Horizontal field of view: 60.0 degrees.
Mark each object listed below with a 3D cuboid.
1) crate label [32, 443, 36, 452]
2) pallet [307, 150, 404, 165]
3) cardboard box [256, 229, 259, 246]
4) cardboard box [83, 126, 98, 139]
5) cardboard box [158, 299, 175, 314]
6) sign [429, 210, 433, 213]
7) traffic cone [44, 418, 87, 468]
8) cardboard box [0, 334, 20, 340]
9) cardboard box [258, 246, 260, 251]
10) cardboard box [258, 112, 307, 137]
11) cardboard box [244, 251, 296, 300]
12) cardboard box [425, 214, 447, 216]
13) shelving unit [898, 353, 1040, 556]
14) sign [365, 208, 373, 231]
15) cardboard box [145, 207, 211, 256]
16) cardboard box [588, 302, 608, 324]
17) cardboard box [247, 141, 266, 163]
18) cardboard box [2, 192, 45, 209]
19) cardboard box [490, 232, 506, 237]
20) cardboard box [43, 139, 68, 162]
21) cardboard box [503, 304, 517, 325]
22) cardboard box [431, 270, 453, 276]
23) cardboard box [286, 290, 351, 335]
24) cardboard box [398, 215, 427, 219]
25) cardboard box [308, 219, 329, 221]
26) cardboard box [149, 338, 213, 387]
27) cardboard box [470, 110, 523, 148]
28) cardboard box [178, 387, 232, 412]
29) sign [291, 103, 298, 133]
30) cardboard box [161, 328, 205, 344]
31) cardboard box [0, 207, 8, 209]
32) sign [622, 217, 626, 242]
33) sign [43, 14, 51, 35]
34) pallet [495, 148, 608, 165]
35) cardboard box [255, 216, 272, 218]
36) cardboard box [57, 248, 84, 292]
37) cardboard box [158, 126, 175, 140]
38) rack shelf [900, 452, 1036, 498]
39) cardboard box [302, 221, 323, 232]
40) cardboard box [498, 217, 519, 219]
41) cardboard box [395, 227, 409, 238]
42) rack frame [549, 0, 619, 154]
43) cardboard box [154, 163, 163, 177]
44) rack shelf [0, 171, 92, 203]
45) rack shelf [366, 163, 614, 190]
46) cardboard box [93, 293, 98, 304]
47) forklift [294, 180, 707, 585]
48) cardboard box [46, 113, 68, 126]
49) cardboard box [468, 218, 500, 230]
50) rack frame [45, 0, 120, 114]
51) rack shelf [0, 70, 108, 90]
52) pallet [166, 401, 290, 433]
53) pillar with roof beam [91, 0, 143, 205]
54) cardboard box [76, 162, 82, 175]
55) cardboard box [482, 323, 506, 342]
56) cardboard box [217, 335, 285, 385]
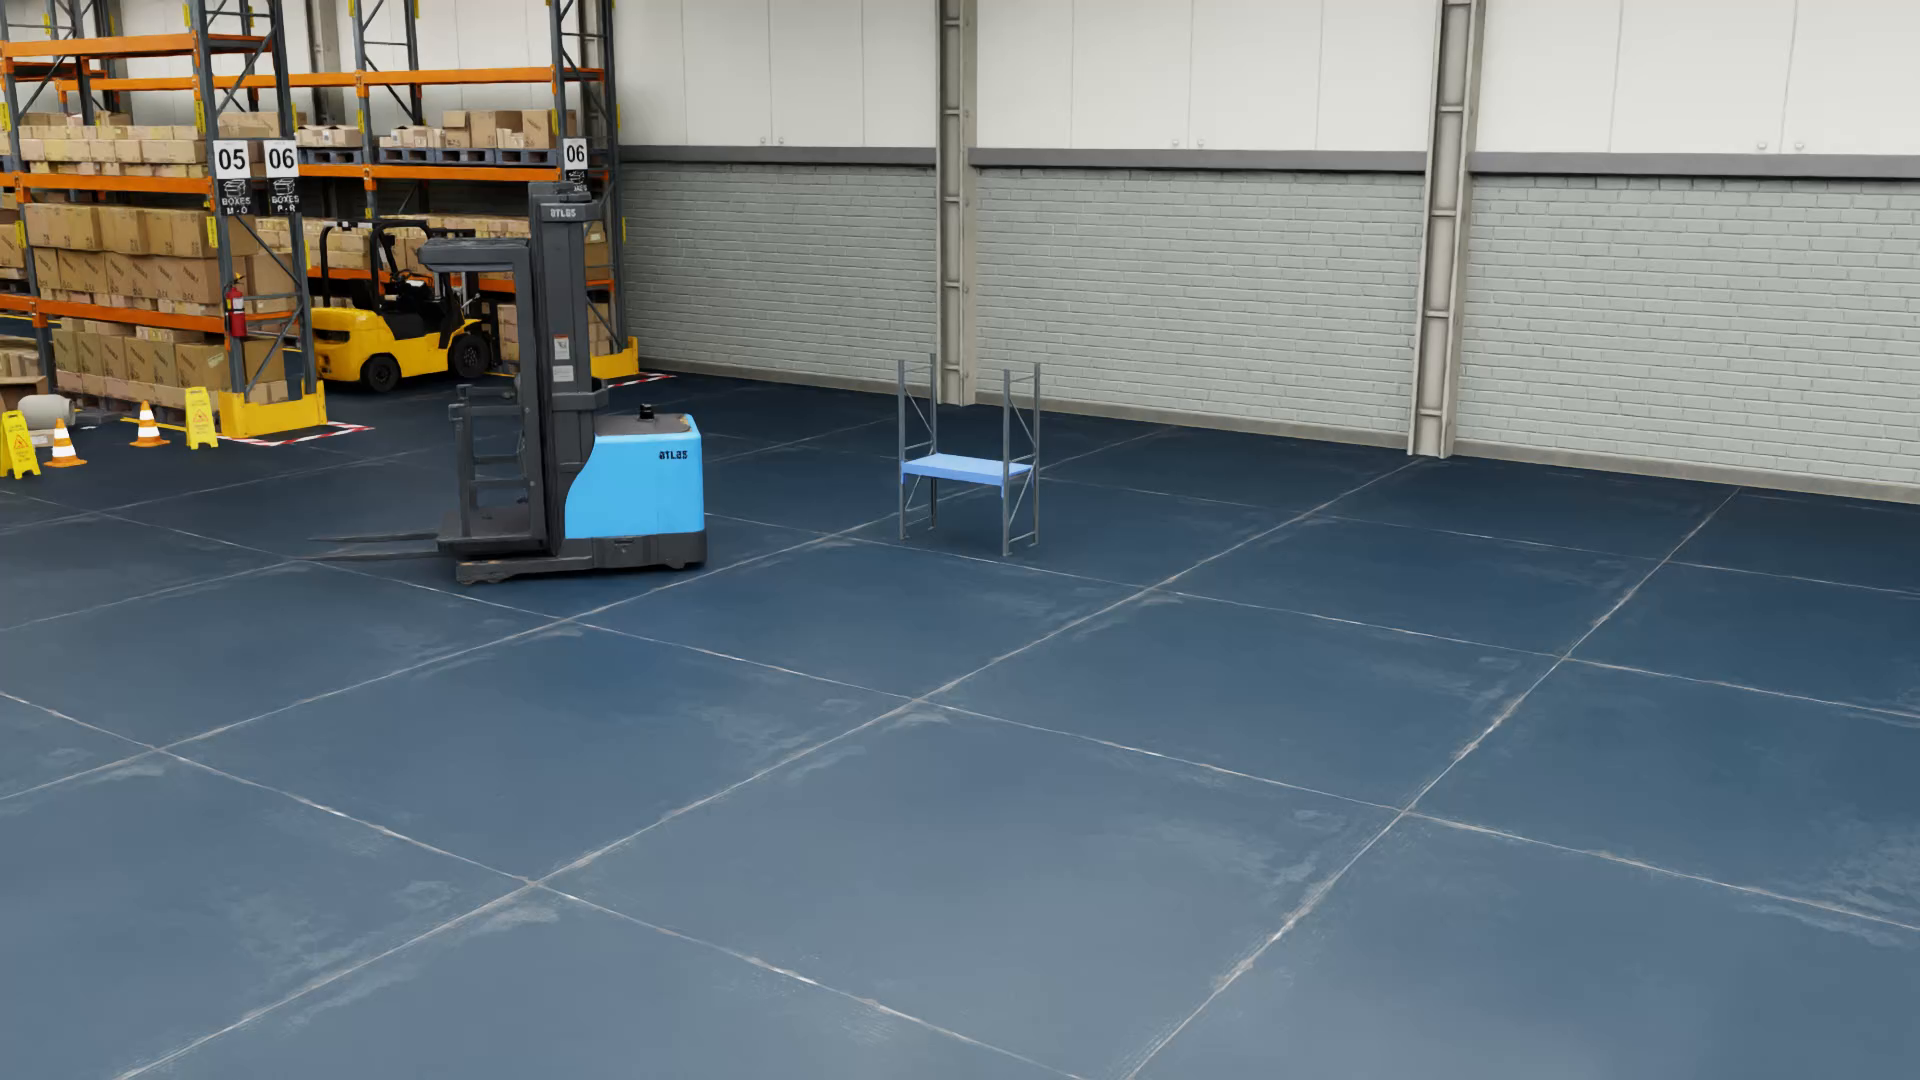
[{"bbox_3d":[-9.814,-0.939,17.330,0.298,0.136,0.250,1,14,4],"label":"crate label"},{"bbox_3d":[-9.004,-5.707,24.791,1.217,0.209,0.805,8,16,31],"label":"pallet"},{"bbox_3d":[-10.937,-4.759,26.077,0.500,0.250,0.500,10,17,35],"label":"cardboard box"},{"bbox_3d":[-9.841,-4.688,19.140,0.250,0.149,0.380,9,16,32],"label":"cardboard box"},{"bbox_3d":[-8.846,-2.666,18.874,0.250,0.149,0.380,10,17,34],"label":"cardboard box"},{"bbox_3d":[-7.956,-4.798,24.996,0.005,0.325,0.100,9,17,33],"label":"sign"},{"bbox_3d":[-9.127,-1.004,16.915,0.334,0.463,0.336,9,17,33],"label":"traffic cone"},{"bbox_3d":[-13.271,-2.528,22.386,0.625,0.372,0.950,9,16,32],"label":"cardboard box"},{"bbox_3d":[-10.938,-4.515,26.133,0.500,0.250,0.500,9,16,32],"label":"cardboard box"},{"bbox_3d":[-10.274,-6.239,25.253,0.500,0.500,0.500,10,17,34],"label":"cardboard box"},{"bbox_3d":[-7.951,-3.013,18.926,0.500,0.500,0.500,9,16,32],"label":"cardboard box"},{"bbox_3d":[-7.646,-4.712,24.437,0.250,0.149,0.380,9,16,31],"label":"cardboard box"},{"bbox_3d":[0.071,-0.717,13.597,1.048,1.500,0.538,9,17,33],"label":"shelving unit"},{"bbox_3d":[-8.560,-4.642,24.089,0.005,0.325,0.100,9,17,33],"label":"sign"},{"bbox_3d":[-8.674,-3.474,18.707,0.500,0.500,0.700,9,17,33],"label":"cardboard box"},{"bbox_3d":[-5.239,-3.148,23.067,0.500,0.250,0.500,9,16,32],"label":"cardboard box"},{"bbox_3d":[-7.981,-4.350,18.603,0.500,0.250,0.500,9,16,32],"label":"cardboard box"},{"bbox_3d":[-16.751,-5.957,29.779,0.500,0.500,0.500,10,17,34],"label":"cardboard box"},{"bbox_3d":[-6.247,-4.183,22.921,0.250,0.149,0.380,9,16,31],"label":"cardboard box"},{"bbox_3d":[-10.386,-4.585,19.552,0.500,0.250,0.500,9,17,32],"label":"cardboard box"},{"bbox_3d":[-5.929,-3.113,22.924,0.500,0.250,0.500,10,17,34],"label":"cardboard box"},{"bbox_3d":[-7.180,-4.031,23.656,0.500,0.500,0.500,9,17,32],"label":"cardboard box"},{"bbox_3d":[-9.969,-3.553,26.002,0.625,0.625,0.875,8,16,31],"label":"cardboard box"},{"bbox_3d":[-7.888,-4.621,24.069,0.250,0.149,0.380,9,17,34],"label":"cardboard box"},{"bbox_3d":[-9.916,-4.923,25.909,0.250,0.149,0.380,10,17,34],"label":"cardboard box"},{"bbox_3d":[-8.958,-2.059,19.188,0.500,0.500,0.500,10,17,35],"label":"cardboard box"},{"bbox_3d":[-6.243,-5.617,22.738,0.500,0.500,0.700,9,17,33],"label":"cardboard box"},{"bbox_3d":[-8.554,-1.629,19.008,0.500,0.250,0.500,9,17,33],"label":"cardboard box"},{"bbox_3d":[-7.410,-4.690,18.466,0.005,0.325,0.100,9,17,33],"label":"sign"},{"bbox_3d":[-8.865,-2.341,18.975,0.250,0.149,0.380,10,17,34],"label":"cardboard box"},{"bbox_3d":[-12.836,-4.323,21.993,0.250,0.149,0.380,8,16,30],"label":"cardboard box"},{"bbox_3d":[-4.631,-4.260,22.825,0.005,0.325,0.100,9,17,33],"label":"sign"},{"bbox_3d":[-15.221,-8.599,27.726,0.005,0.325,0.100,9,17,33],"label":"sign"},{"bbox_3d":[-5.518,-5.205,22.548,1.213,0.211,1.003,9,17,33],"label":"pallet"},{"bbox_3d":[-11.201,-5.125,26.725,0.250,0.149,0.380,10,17,35],"label":"cardboard box"},{"bbox_3d":[-10.393,-3.254,19.897,0.500,0.500,0.500,9,17,33],"label":"cardboard box"},{"bbox_3d":[-8.573,-4.482,18.308,0.250,0.149,0.380,9,16,32],"label":"cardboard box"},{"bbox_3d":[0.071,-0.542,13.640,1.000,0.185,0.538,9,17,33],"label":"rack shelf"},{"bbox_3d":[-9.749,-4.759,25.246,0.250,0.149,0.380,9,17,33],"label":"cardboard box"},{"bbox_3d":[-6.373,-4.500,23.584,0.250,0.149,0.380,9,17,33],"label":"cardboard box"},{"bbox_3d":[-7.931,-4.462,24.048,0.250,0.149,0.380,10,17,34],"label":"cardboard box"},{"bbox_3d":[-4.946,-6.604,21.773,0.127,3.000,1.000,9,17,33],"label":"rack frame"},{"bbox_3d":[-8.764,-4.144,18.603,0.250,0.149,0.380,9,17,33],"label":"cardboard box"},{"bbox_3d":[-12.691,-4.613,21.471,4.000,0.370,1.077,9,17,33],"label":"rack shelf"},{"bbox_3d":[-6.605,-5.067,23.304,4.000,0.370,1.077,9,17,33],"label":"rack shelf"},{"bbox_3d":[-10.049,-2.887,19.767,0.250,0.149,0.380,9,17,33],"label":"cardboard box"},{"bbox_3d":[-3.538,-1.227,12.680,3.031,2.935,1.130,-3,14,-13],"label":"forklift"},{"bbox_3d":[-11.712,-5.291,21.110,0.500,0.250,0.500,9,16,32],"label":"cardboard box"},{"bbox_3d":[-6.637,-4.410,23.219,0.250,0.149,0.380,9,17,34],"label":"cardboard box"},{"bbox_3d":[-14.903,-8.213,28.274,0.127,3.000,1.000,9,17,33],"label":"rack frame"},{"bbox_3d":[-16.562,-8.131,29.445,4.000,0.370,1.077,9,17,33],"label":"rack shelf"},{"bbox_3d":[-8.430,-1.474,19.339,1.213,0.211,1.003,9,17,33],"label":"pallet"},{"bbox_3d":[-17.380,-7.628,25.910,0.400,9.000,9.100,9,17,33],"label":"pillar with roof beam"},{"bbox_3d":[-10.056,-4.344,19.411,0.250,0.149,0.380,9,16,31],"label":"cardboard box"},{"bbox_3d":[-6.374,-2.941,23.269,0.500,0.250,0.500,9,16,32],"label":"cardboard box"},{"bbox_3d":[-8.248,-2.101,19.356,0.500,0.500,0.500,9,16,31],"label":"cardboard box"}]
